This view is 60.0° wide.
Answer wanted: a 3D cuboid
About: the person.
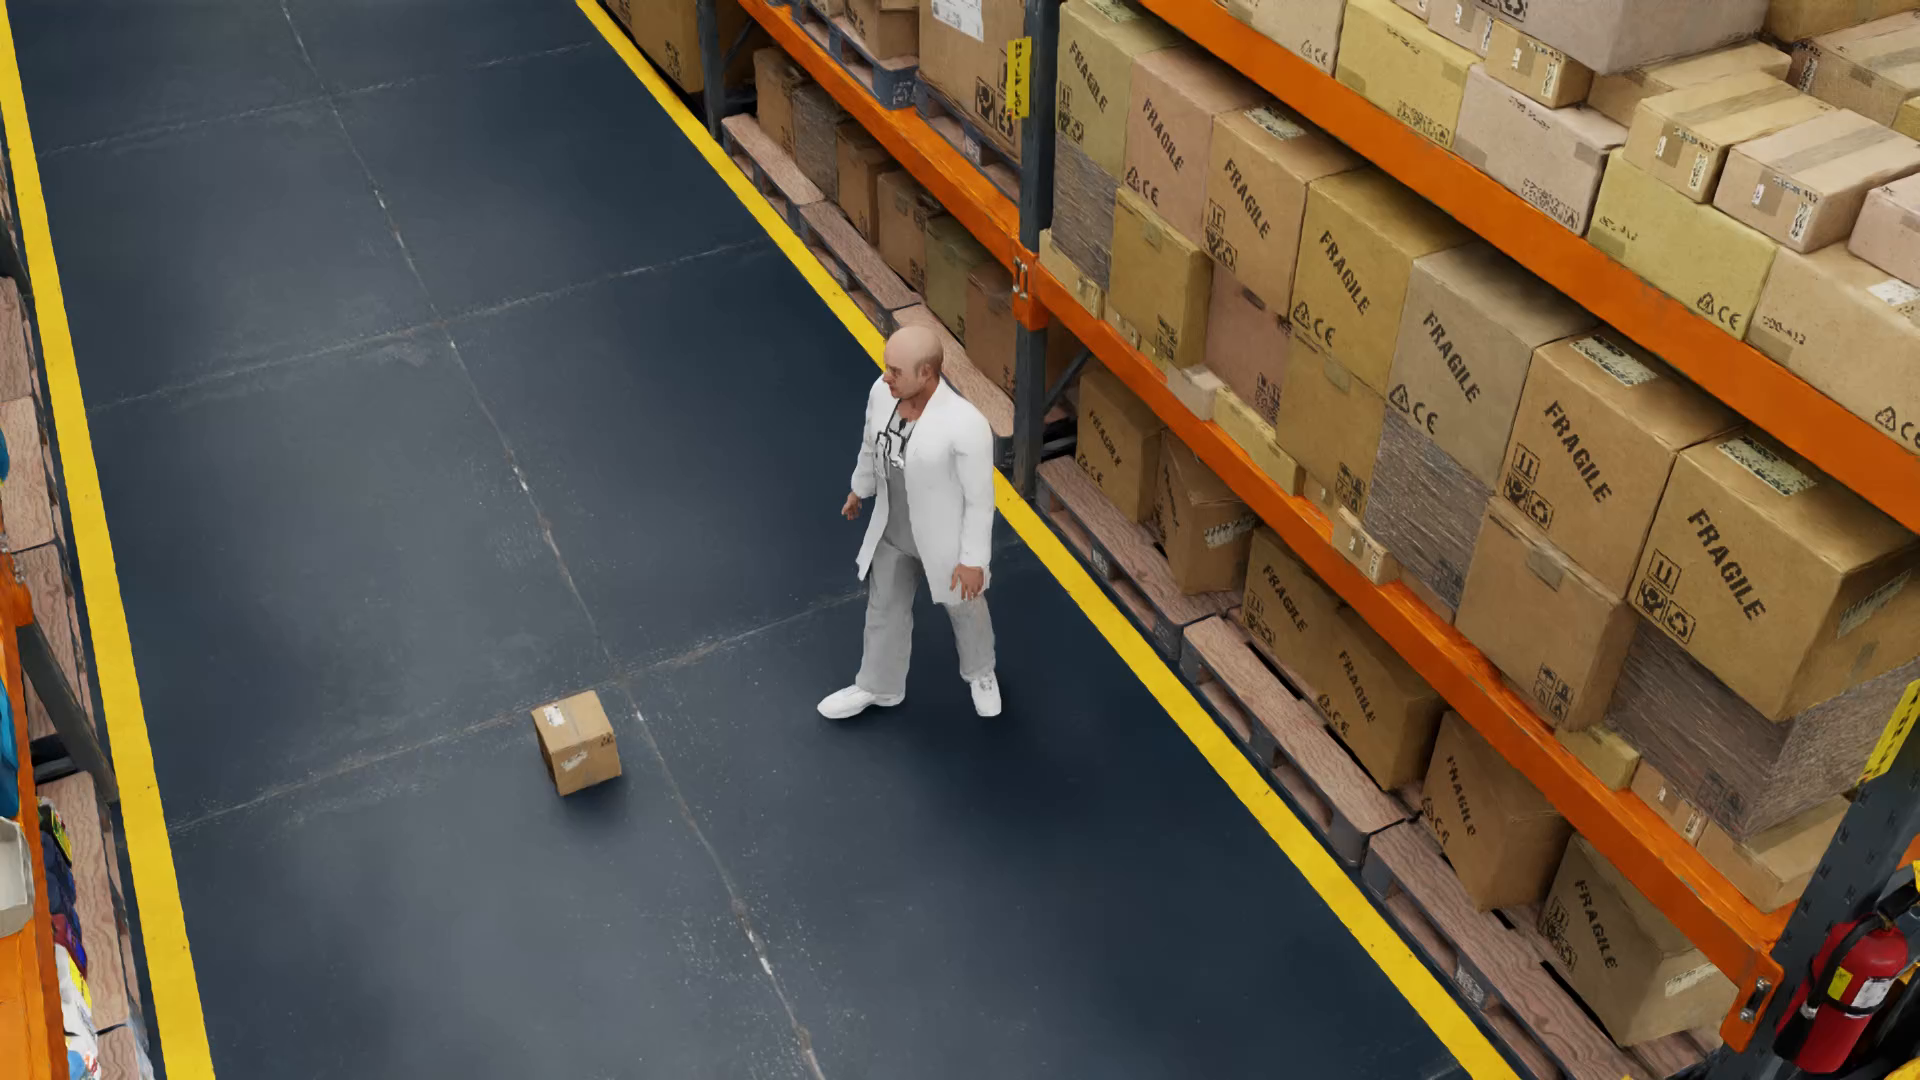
[{"bbox_3d":[-0.182,0.041,6.256,0.716,1.578,0.688,27,48,28],"label":"person"}]
